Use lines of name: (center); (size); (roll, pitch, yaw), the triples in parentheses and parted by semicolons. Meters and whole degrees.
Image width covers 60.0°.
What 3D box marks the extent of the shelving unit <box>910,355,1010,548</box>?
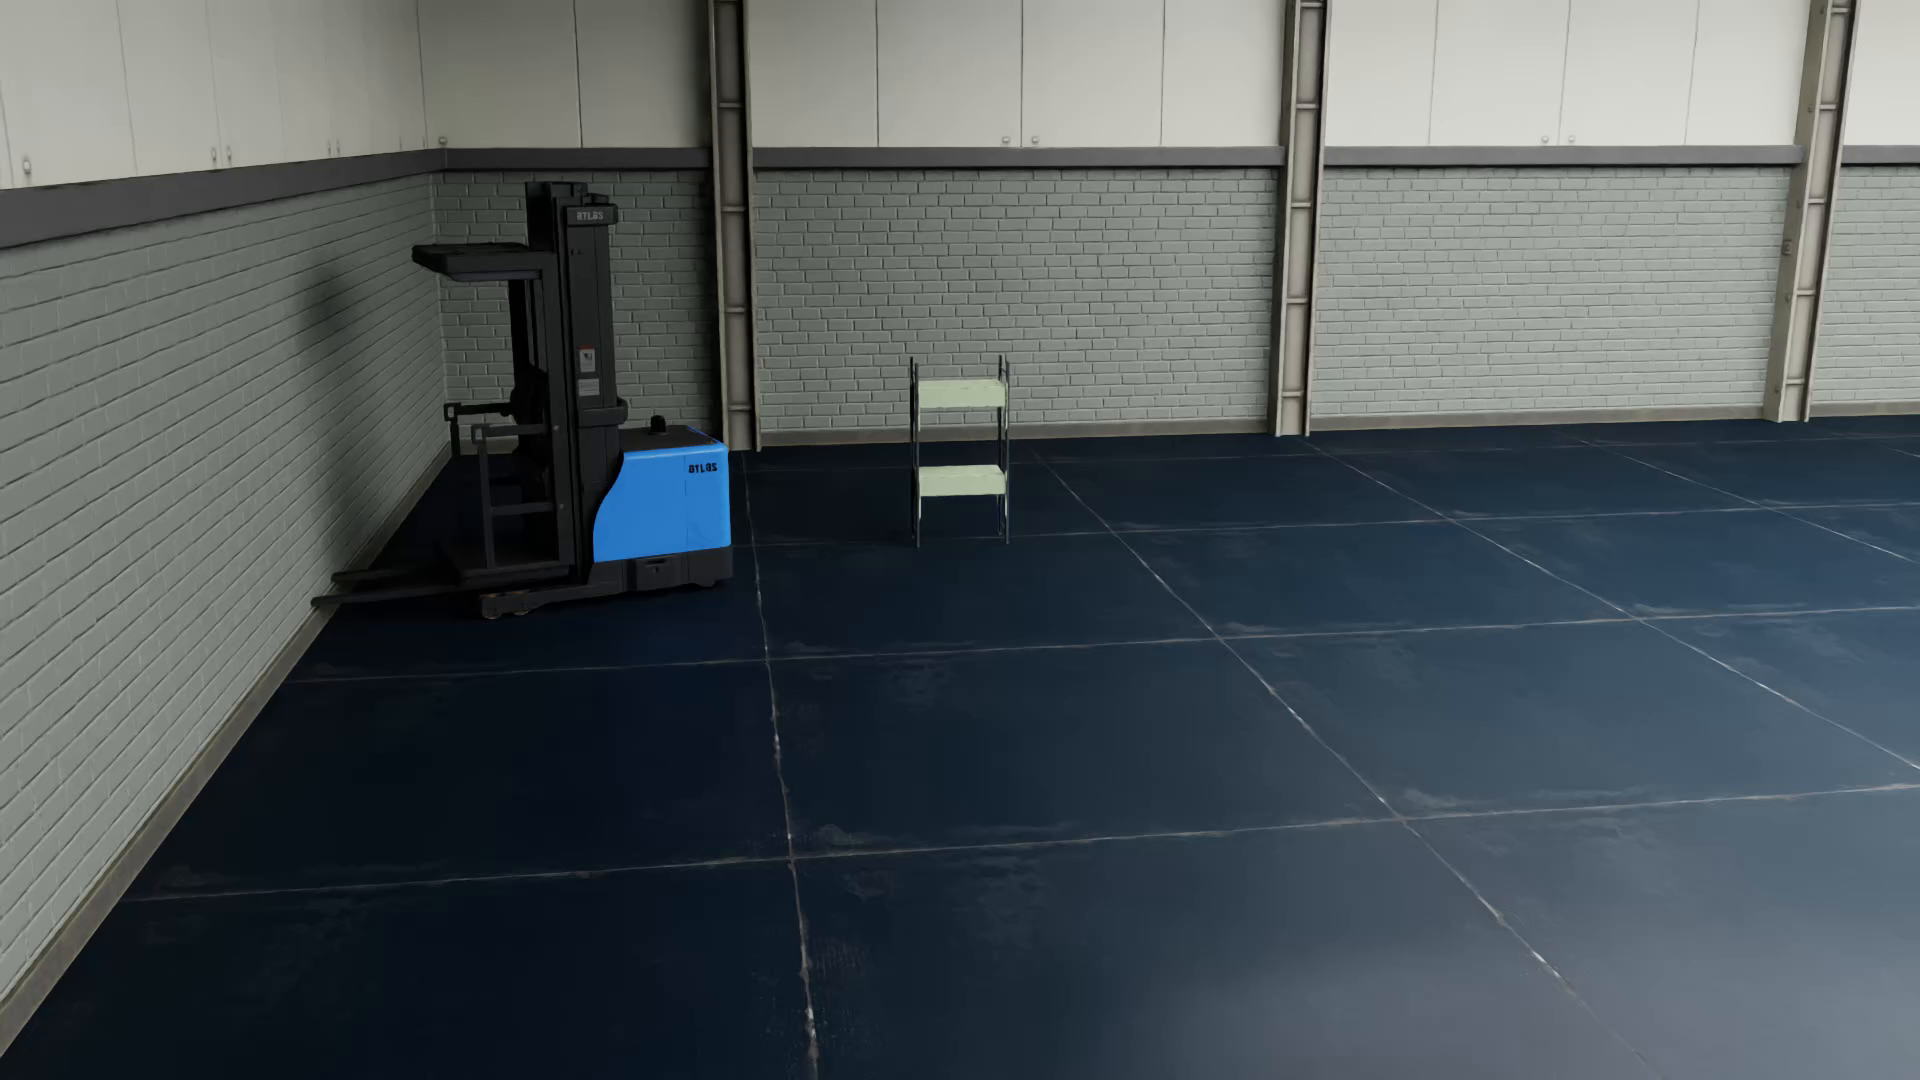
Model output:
shelving unit: (-0.007, -0.727, 13.538); (0.755, 1.500, 0.431); (-2, 14, -8)

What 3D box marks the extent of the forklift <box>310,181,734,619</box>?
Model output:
forklift: (-3.233, -1.020, 11.763); (3.031, 2.935, 1.130); (-7, 16, -26)

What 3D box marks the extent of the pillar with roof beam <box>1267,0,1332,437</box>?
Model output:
pillar with roof beam: (4.273, -4.507, 13.193); (0.400, 9.000, 9.100); (-2, 14, -8)

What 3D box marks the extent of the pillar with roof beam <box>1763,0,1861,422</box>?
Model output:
pillar with roof beam: (10.206, -4.724, 14.060); (0.400, 9.000, 9.100); (-2, 14, -8)

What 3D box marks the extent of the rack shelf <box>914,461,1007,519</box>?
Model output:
rack shelf: (-0.007, -0.411, 13.618); (0.720, 0.370, 0.431); (-2, 14, -8)

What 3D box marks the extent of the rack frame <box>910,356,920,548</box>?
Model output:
rack frame: (-0.369, -0.714, 13.486); (0.023, 1.500, 0.400); (-2, 14, -8)

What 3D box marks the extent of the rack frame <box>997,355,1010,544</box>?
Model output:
rack frame: (0.355, -0.740, 13.591); (0.023, 1.500, 0.400); (-2, 14, -8)

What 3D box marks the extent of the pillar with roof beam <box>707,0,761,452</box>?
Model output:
pillar with roof beam: (-1.661, -4.289, 12.326); (0.400, 9.000, 9.100); (-2, 14, -8)

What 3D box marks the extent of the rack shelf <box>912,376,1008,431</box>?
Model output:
rack shelf: (-0.007, -1.106, 13.443); (0.720, 0.370, 0.431); (-2, 14, -8)
